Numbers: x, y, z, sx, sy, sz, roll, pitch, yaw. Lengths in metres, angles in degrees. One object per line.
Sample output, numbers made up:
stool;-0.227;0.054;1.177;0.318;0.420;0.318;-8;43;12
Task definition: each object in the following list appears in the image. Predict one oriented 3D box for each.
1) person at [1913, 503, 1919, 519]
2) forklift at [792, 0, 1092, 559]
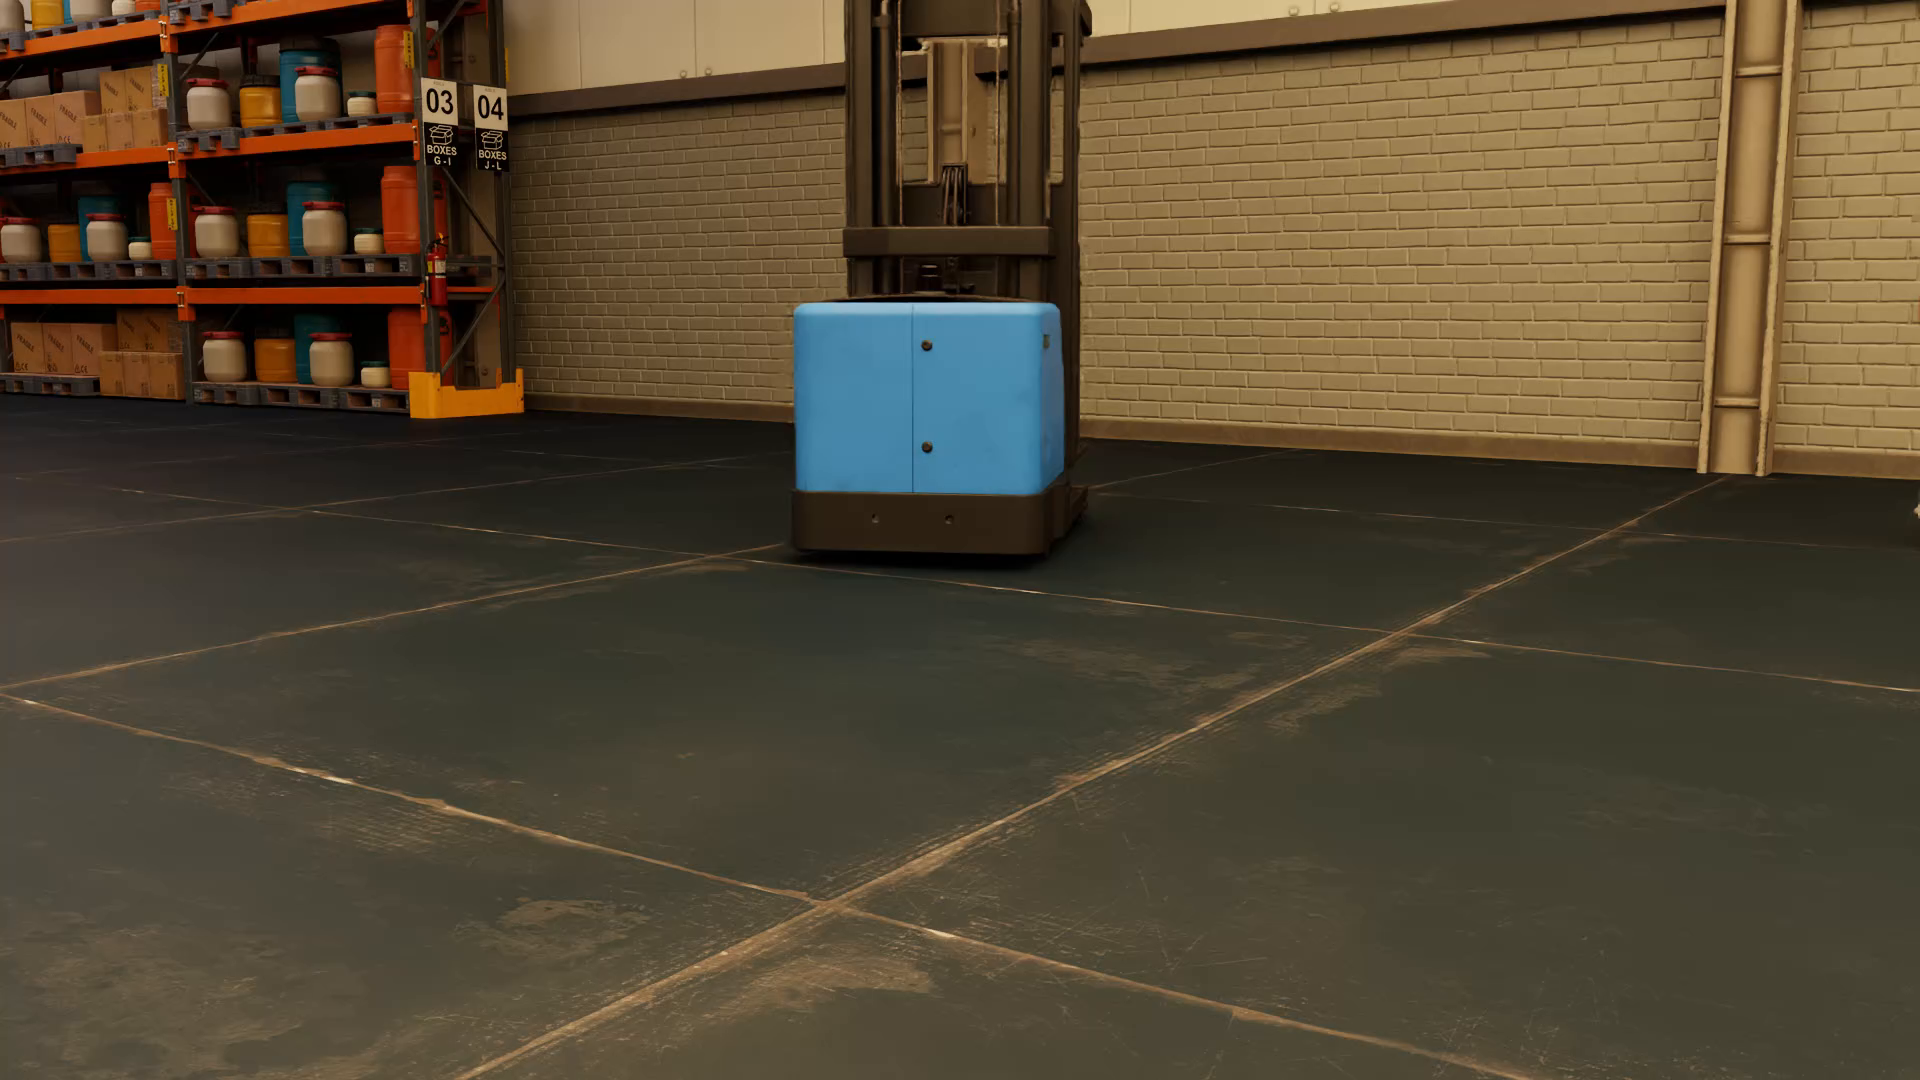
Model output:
person;4.861;-0.686;7.149;0.561;1.693;1.156;-8;11;-43
forklift;0.048;-1.540;8.024;1.130;2.935;3.031;1;8;9
